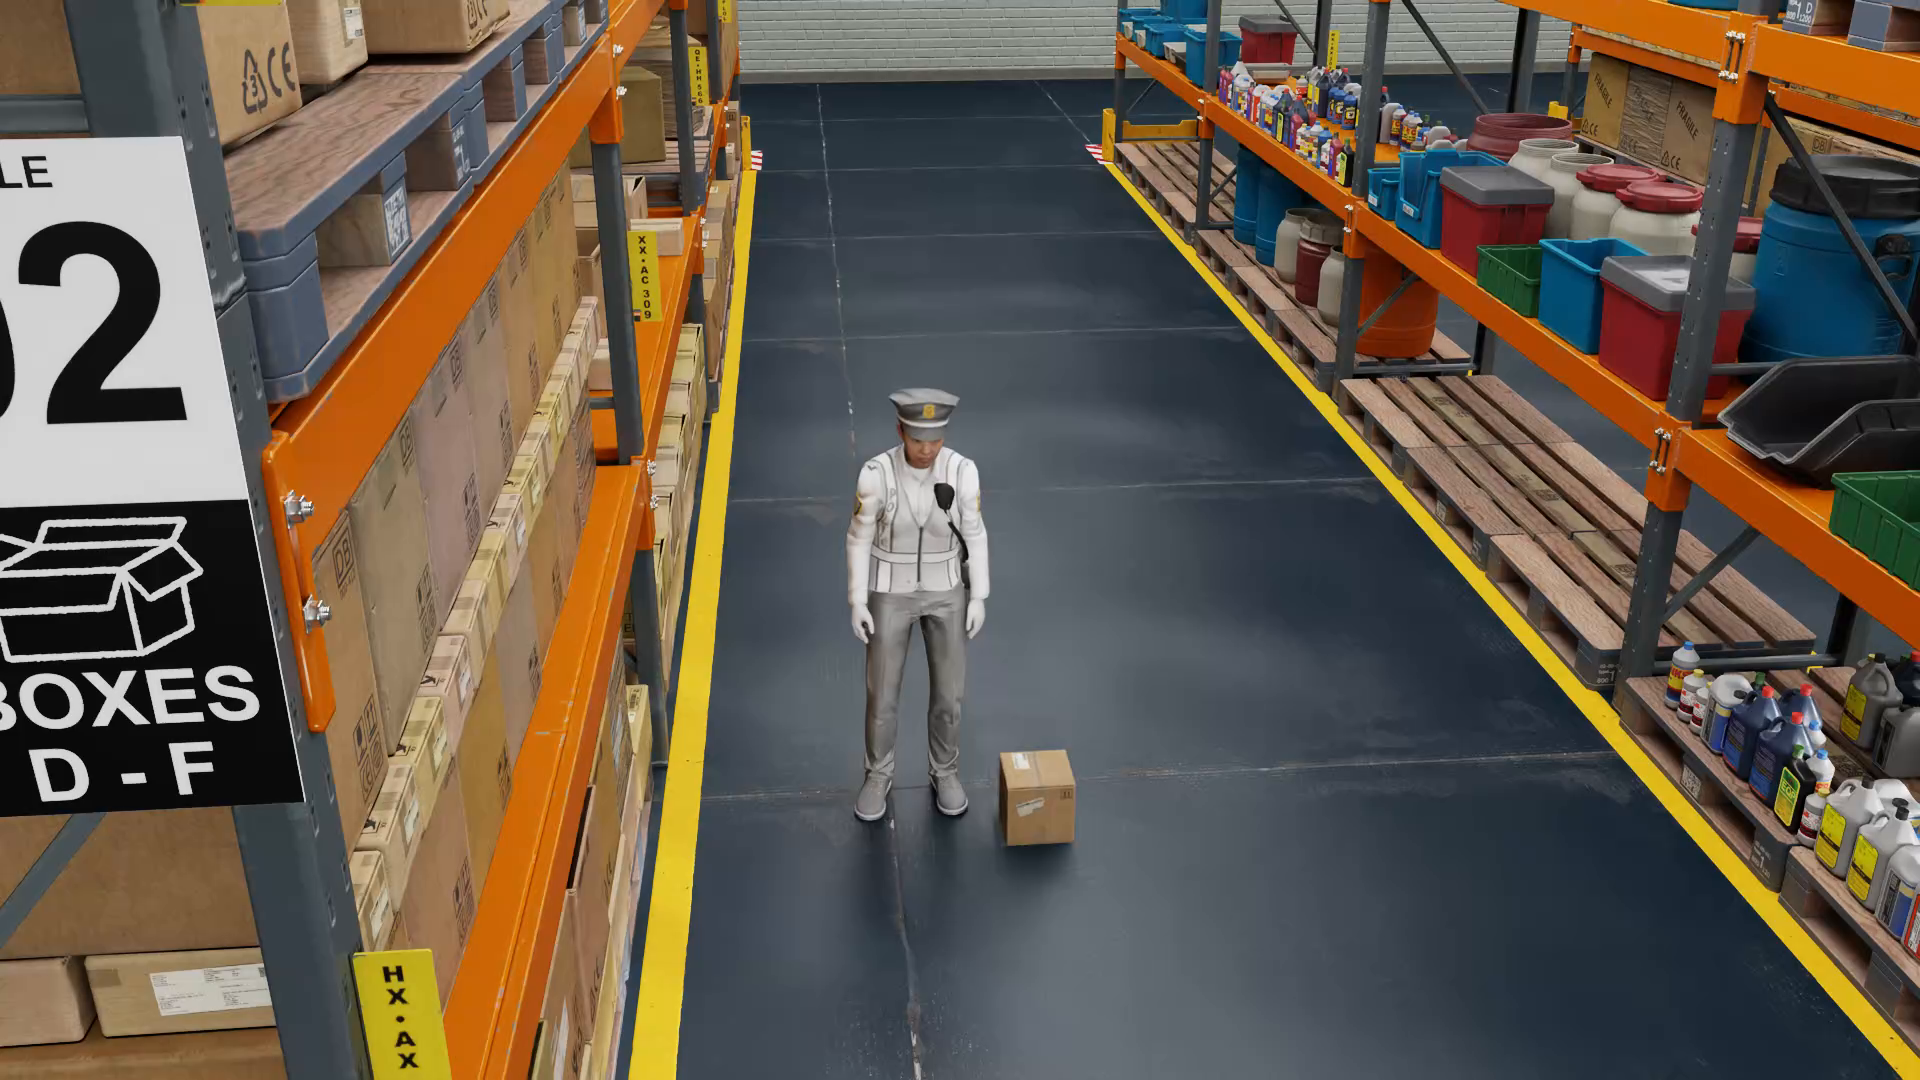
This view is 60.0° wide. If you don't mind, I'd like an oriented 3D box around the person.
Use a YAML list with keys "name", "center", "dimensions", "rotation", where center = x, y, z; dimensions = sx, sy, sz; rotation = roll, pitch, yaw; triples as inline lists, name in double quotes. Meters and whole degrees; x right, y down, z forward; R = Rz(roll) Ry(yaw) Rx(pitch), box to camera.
- name: "person"
  center: [-0.151, 0.226, 6.086]
  dimensions: [0.523, 1.662, 0.372]
  rotation: [-3, 24, -6]
